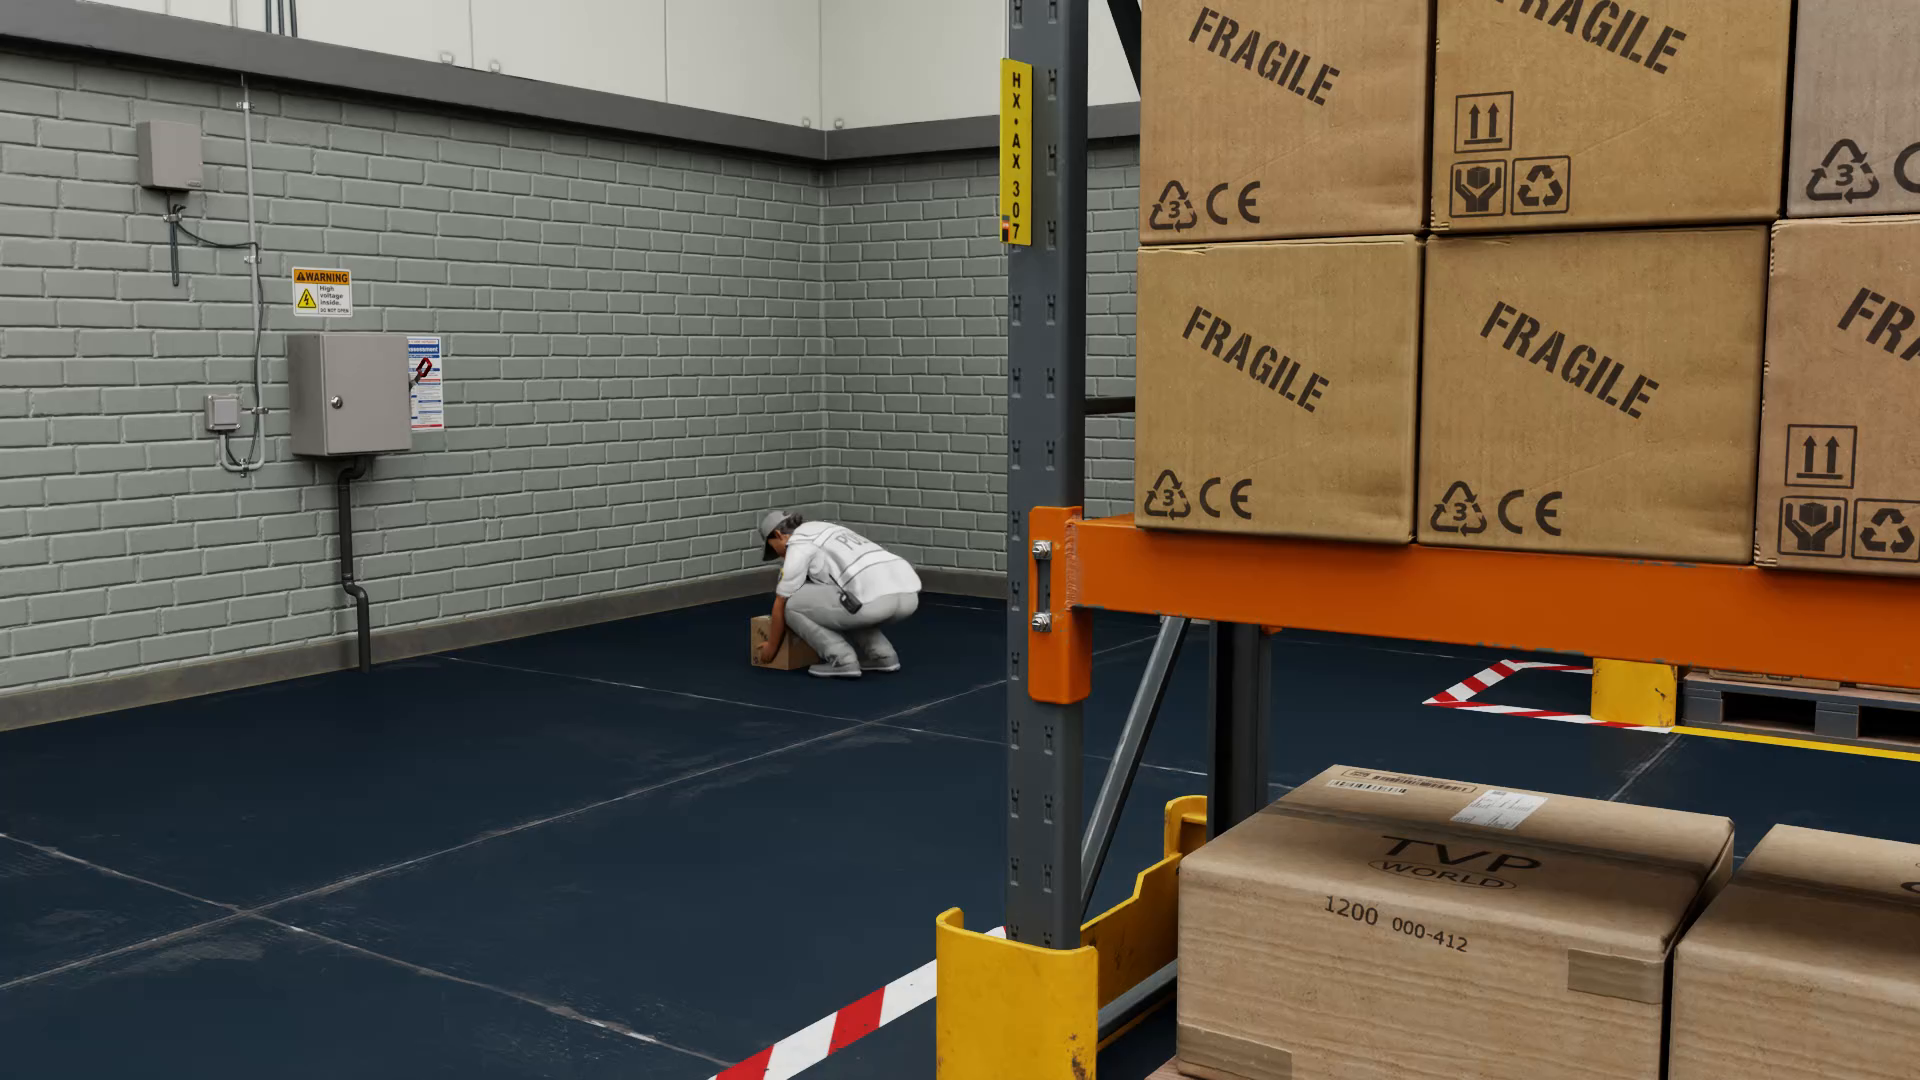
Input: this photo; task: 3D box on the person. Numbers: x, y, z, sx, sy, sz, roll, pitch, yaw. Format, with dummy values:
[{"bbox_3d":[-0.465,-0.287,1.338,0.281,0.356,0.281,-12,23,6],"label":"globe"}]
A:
[{"bbox_3d":[-0.623,0.271,8.431,0.867,0.818,0.518,4,8,34],"label":"person"}]
